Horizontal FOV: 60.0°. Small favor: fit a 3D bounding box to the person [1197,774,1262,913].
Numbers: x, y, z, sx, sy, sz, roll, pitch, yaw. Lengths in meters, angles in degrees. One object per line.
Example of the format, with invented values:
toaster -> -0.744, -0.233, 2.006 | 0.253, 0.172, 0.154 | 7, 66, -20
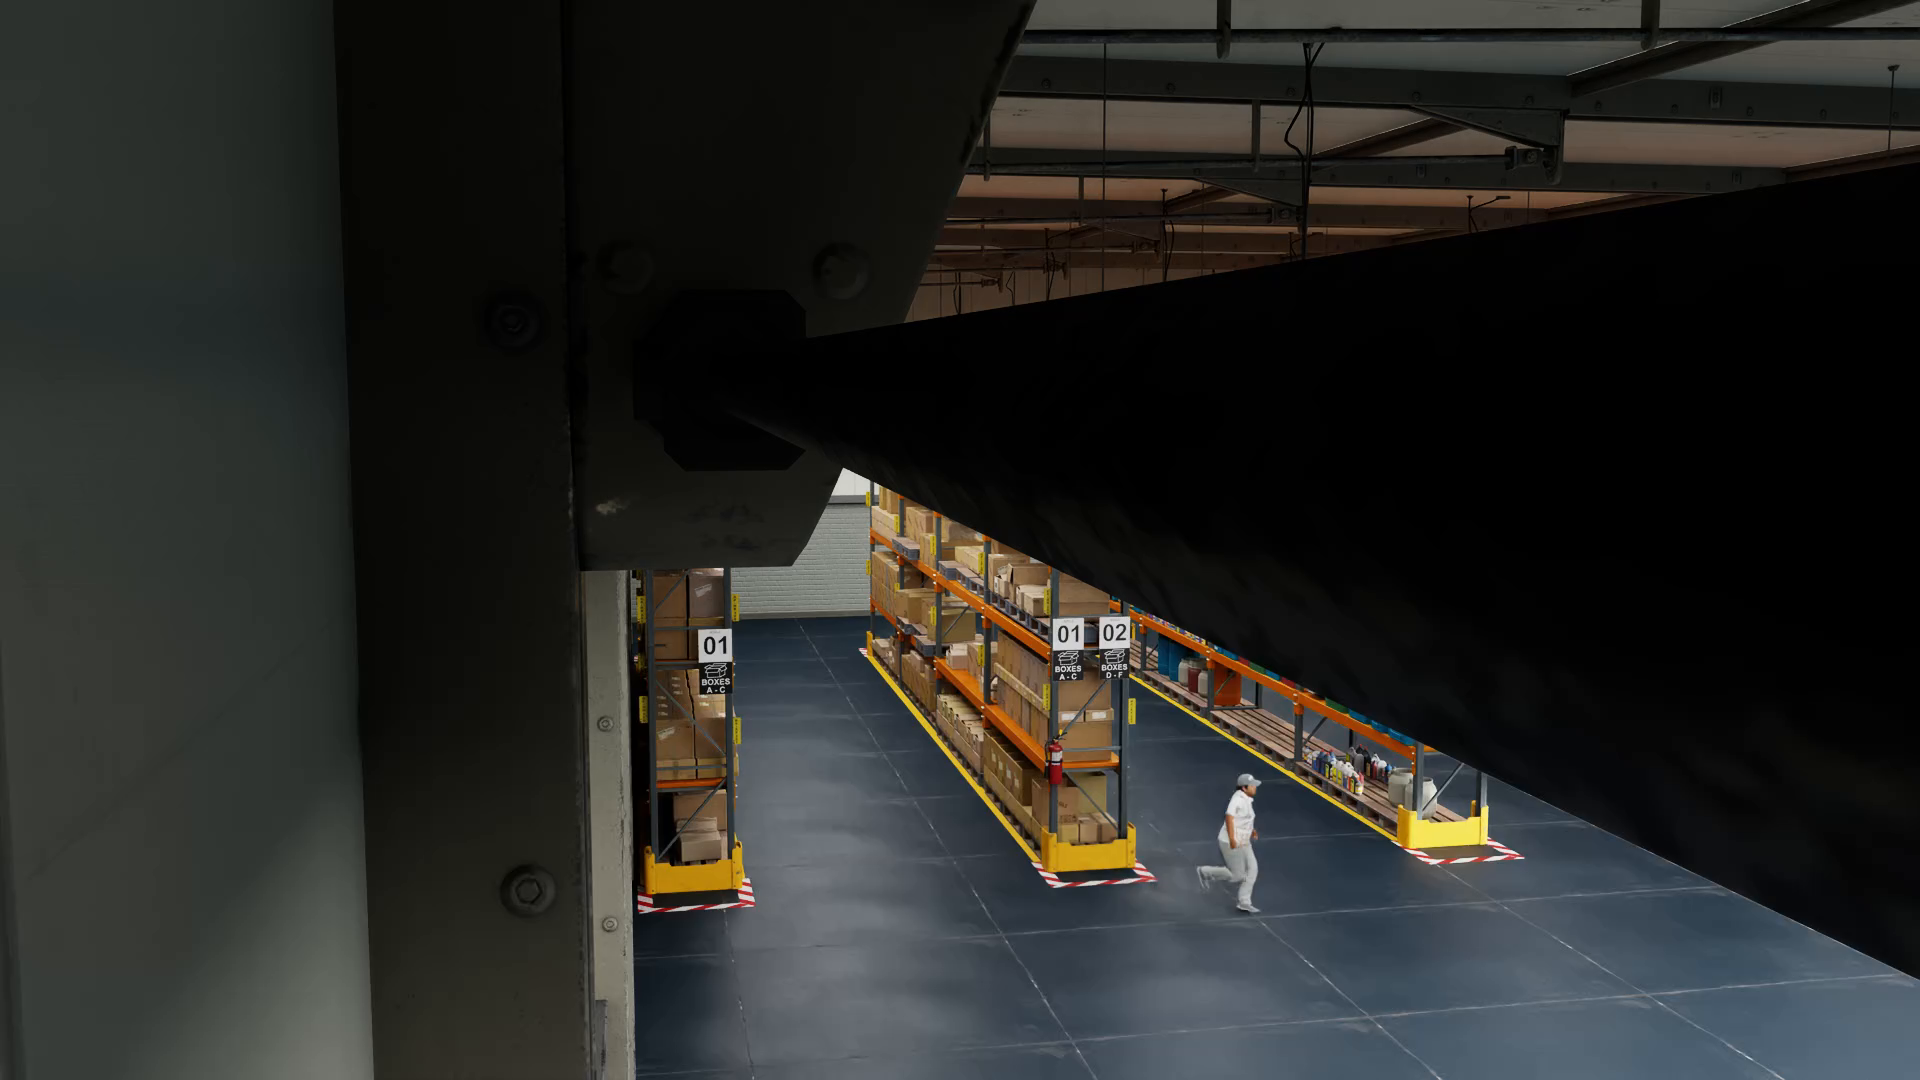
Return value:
person -> 3.156, 3.531, 19.411 | 0.750, 1.647, 0.624 | 2, 6, 19
